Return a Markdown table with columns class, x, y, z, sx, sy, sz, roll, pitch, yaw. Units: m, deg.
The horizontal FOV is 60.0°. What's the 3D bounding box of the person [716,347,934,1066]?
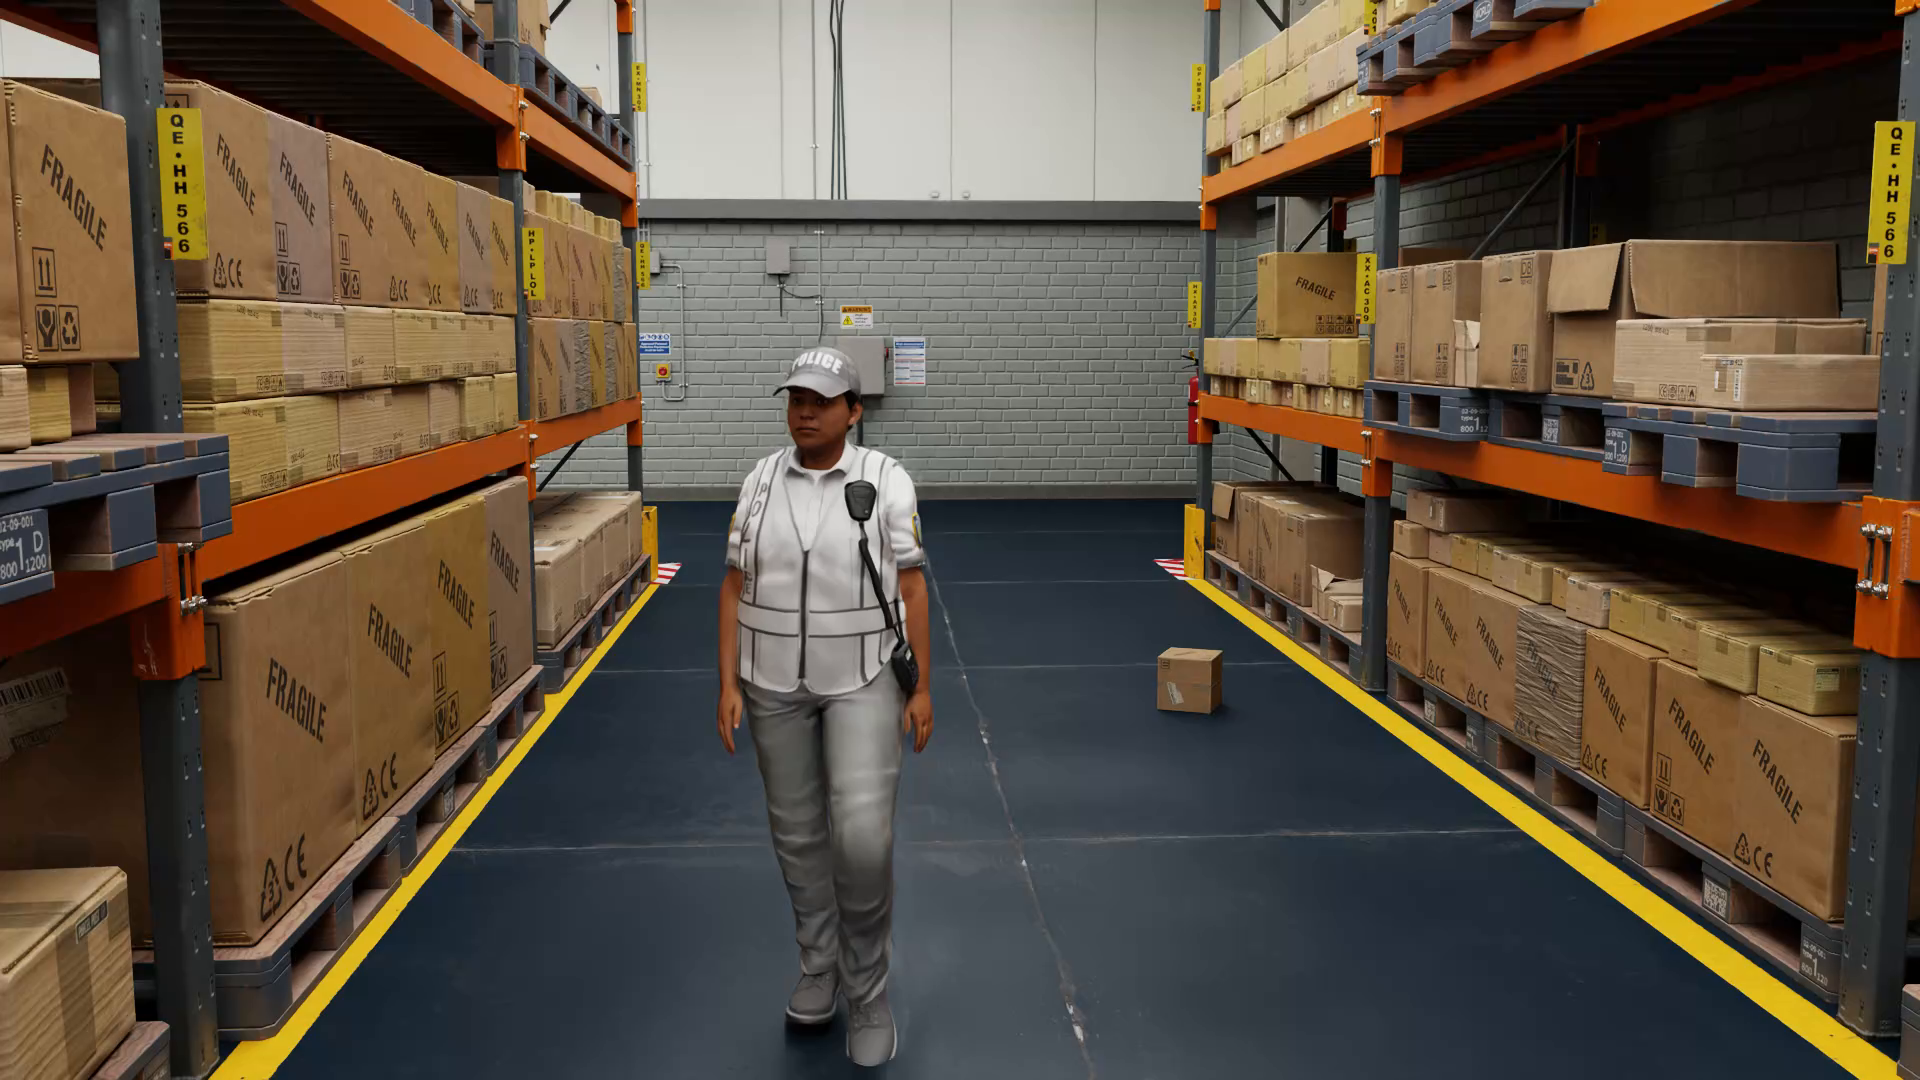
| class | x | y | z | sx | sy | sz | roll | pitch | yaw |
| --- | --- | --- | --- | --- | --- | --- | --- | --- | --- |
| person | -0.339 | 0.403 | 4.011 | 0.512 | 1.726 | 0.491 | 1 | 7 | 12 |
